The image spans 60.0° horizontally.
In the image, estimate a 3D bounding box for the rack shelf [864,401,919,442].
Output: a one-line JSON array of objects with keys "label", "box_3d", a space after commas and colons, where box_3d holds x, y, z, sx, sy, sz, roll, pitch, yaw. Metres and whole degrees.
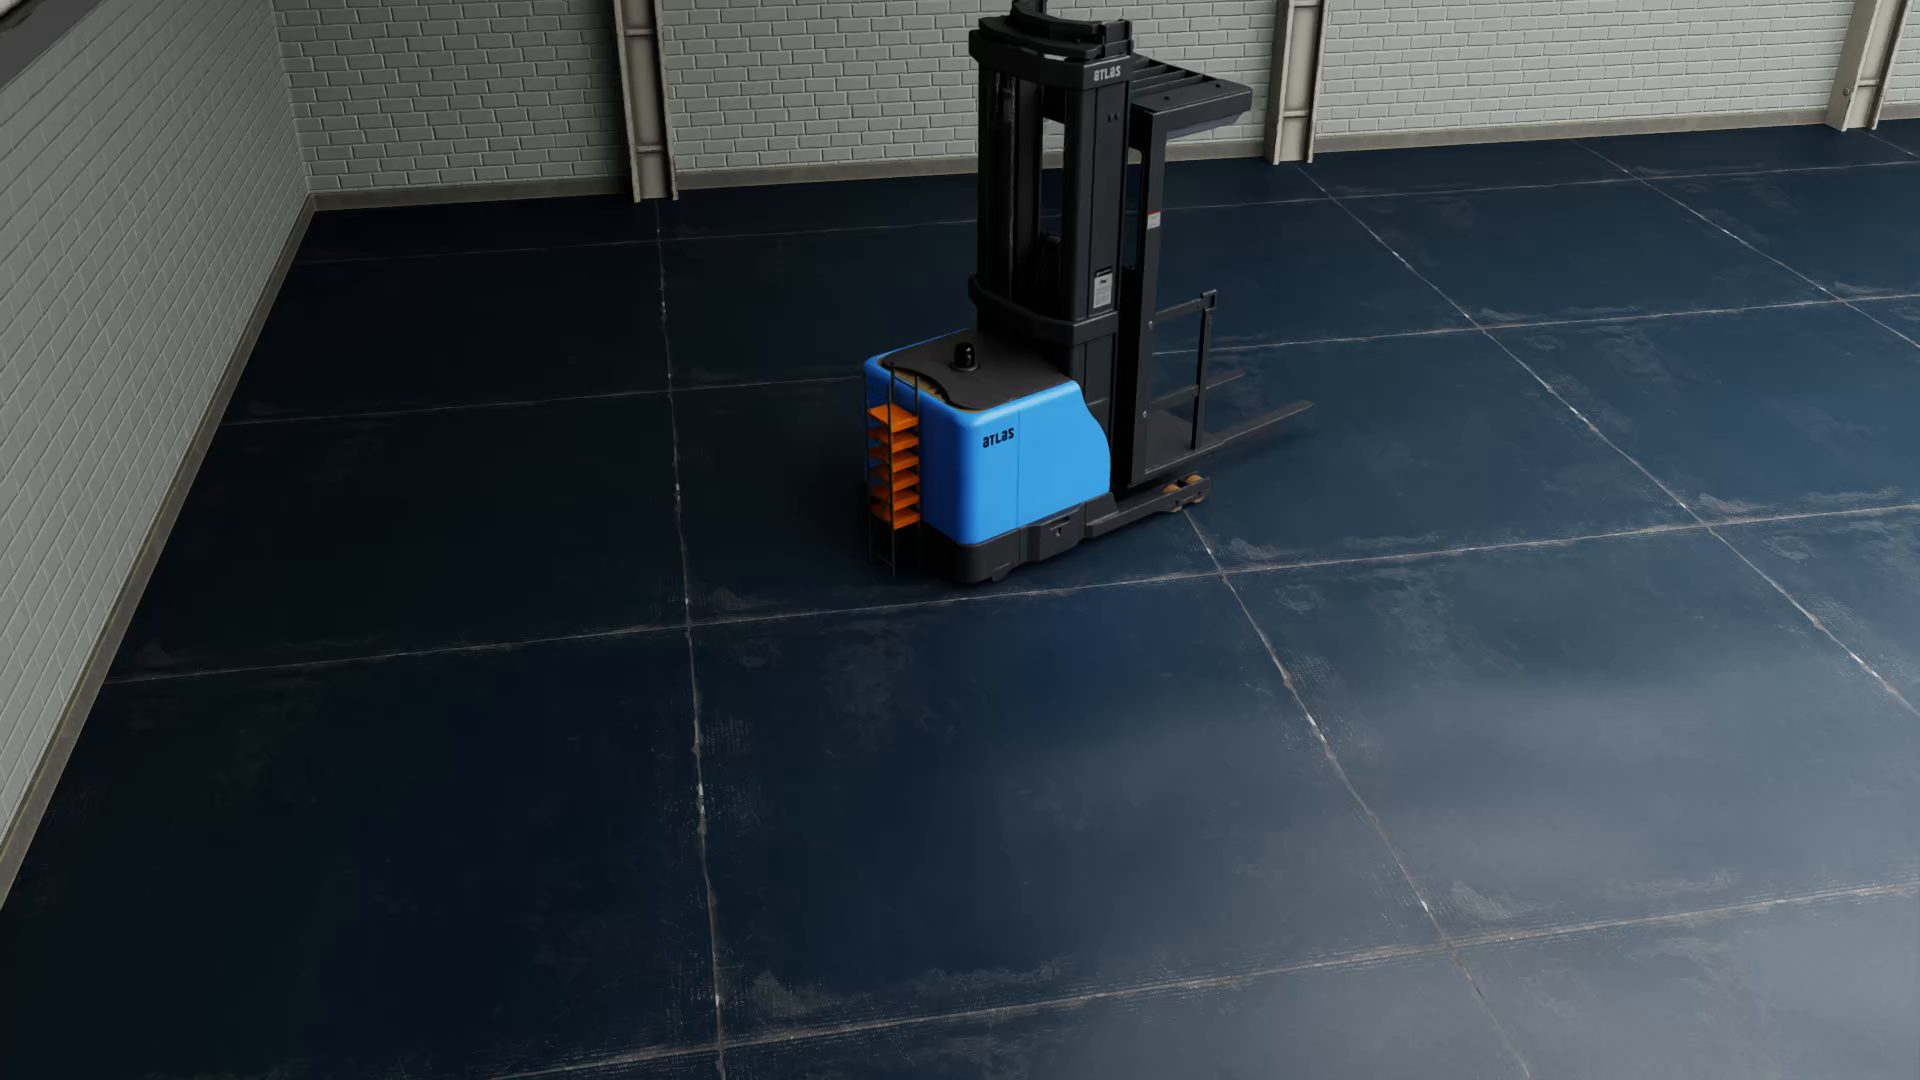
[{"label": "rack shelf", "box_3d": [-0.372, -0.646, 9.042, 0.180, 0.103, 0.258, -22, 37, -32]}]

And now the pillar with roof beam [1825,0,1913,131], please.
[{"label": "pillar with roof beam", "box_3d": [9.824, -5.947, 10.986, 0.400, 9.000, 9.100, -5, 31, -9]}]

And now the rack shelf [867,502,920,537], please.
[{"label": "rack shelf", "box_3d": [-0.372, -0.129, 9.346, 0.180, 0.103, 0.258, -22, 37, -32]}]

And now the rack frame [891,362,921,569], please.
[{"label": "rack frame", "box_3d": [-0.300, -0.402, 9.250, 0.006, 1.200, 0.240, -22, 37, -32]}]

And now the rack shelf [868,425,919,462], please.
[{"label": "rack shelf", "box_3d": [-0.372, -0.542, 9.103, 0.180, 0.103, 0.258, -22, 37, -32]}]

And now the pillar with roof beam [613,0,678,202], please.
[{"label": "pillar with roof beam", "box_3d": [-1.980, -4.852, 9.123, 0.400, 9.000, 9.100, -5, 31, -9]}]

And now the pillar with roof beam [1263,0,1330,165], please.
[{"label": "pillar with roof beam", "box_3d": [3.922, -5.399, 10.055, 0.400, 9.000, 9.100, -5, 31, -9]}]

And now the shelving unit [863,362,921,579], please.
[{"label": "shelving unit", "box_3d": [-0.372, -0.374, 9.202, 0.189, 1.200, 0.258, -22, 37, -32]}]

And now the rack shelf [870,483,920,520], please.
[{"label": "rack shelf", "box_3d": [-0.372, -0.232, 9.285, 0.180, 0.103, 0.258, -22, 37, -32]}]

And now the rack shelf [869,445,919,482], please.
[{"label": "rack shelf", "box_3d": [-0.372, -0.439, 9.163, 0.180, 0.103, 0.258, -22, 37, -32]}]

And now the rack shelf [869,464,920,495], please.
[{"label": "rack shelf", "box_3d": [-0.372, -0.335, 9.224, 0.180, 0.103, 0.258, -22, 37, -32]}]

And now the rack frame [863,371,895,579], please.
[{"label": "rack frame", "box_3d": [-0.444, -0.345, 9.153, 0.006, 1.200, 0.240, -22, 37, -32]}]

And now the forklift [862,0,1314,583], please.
[{"label": "forklift", "box_3d": [0.906, -1.620, 9.614, 3.031, 2.935, 1.130, -22, 37, -32]}]
